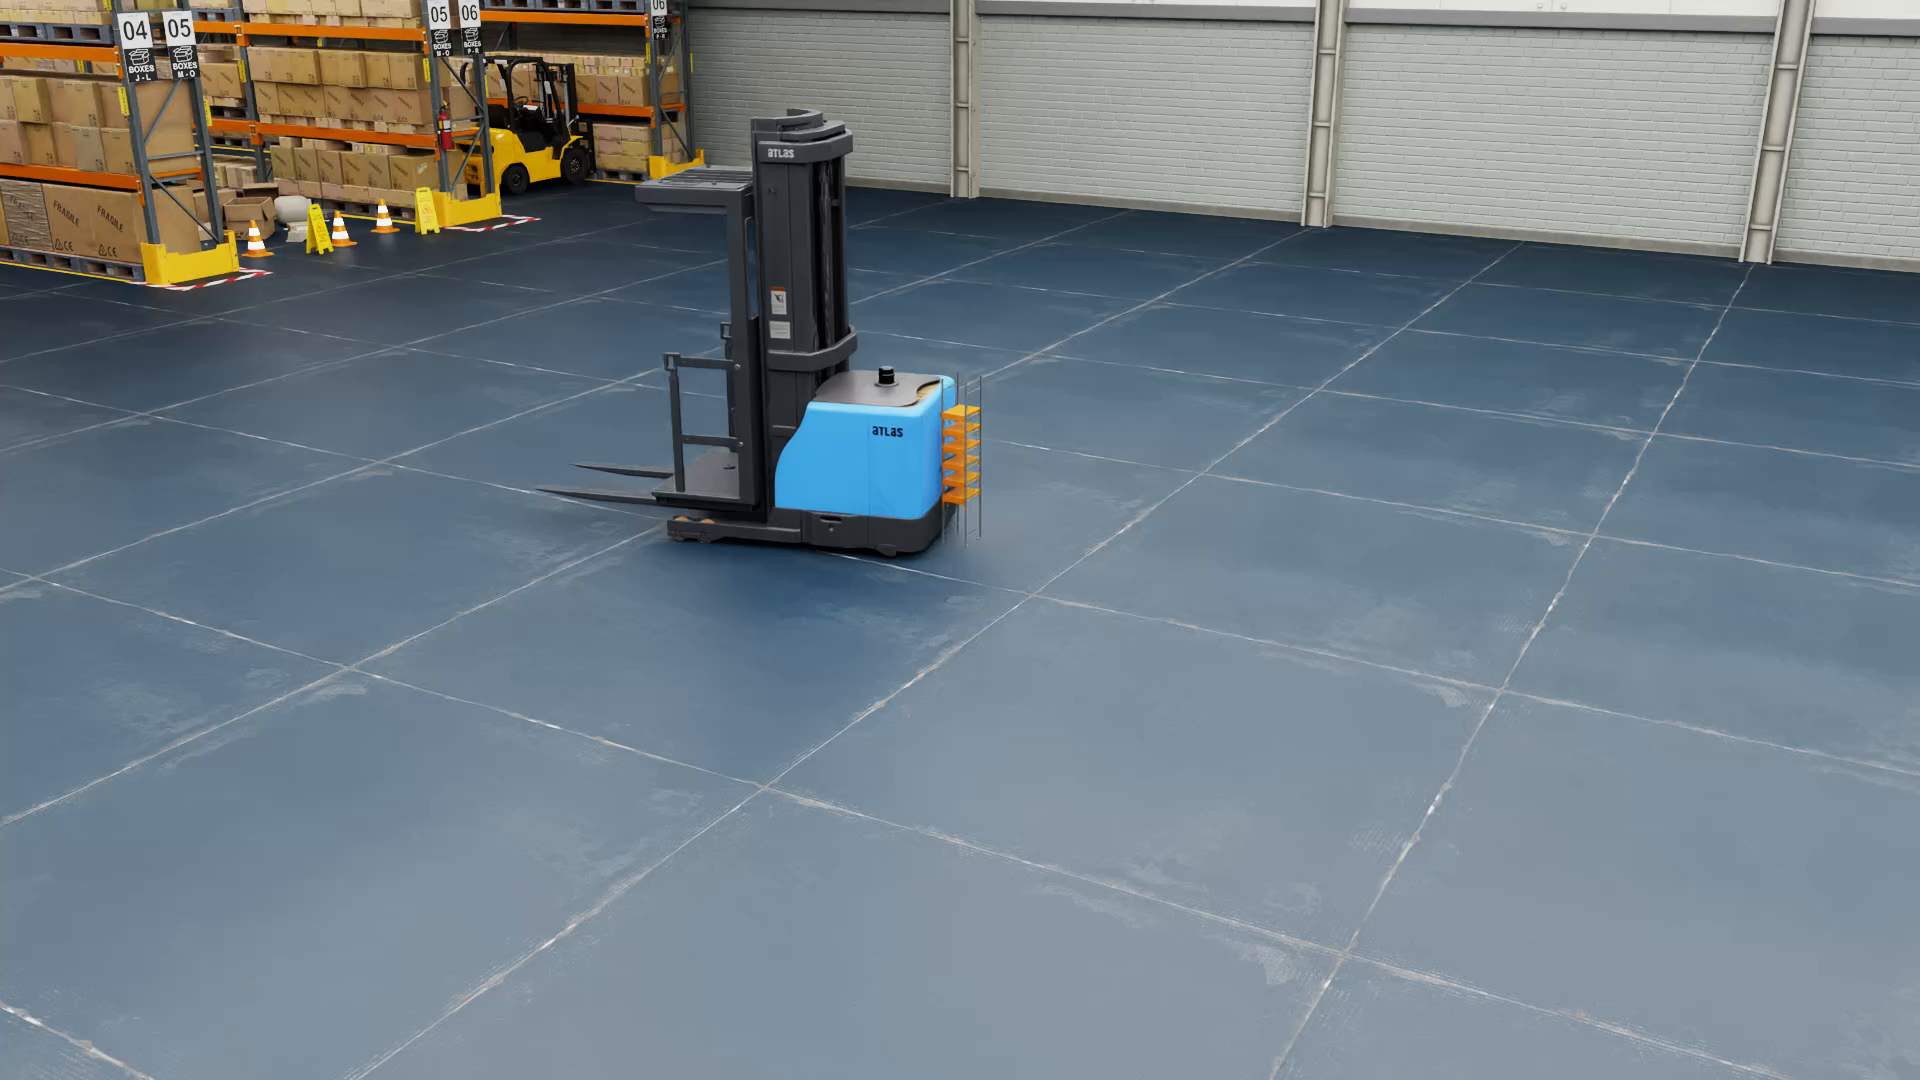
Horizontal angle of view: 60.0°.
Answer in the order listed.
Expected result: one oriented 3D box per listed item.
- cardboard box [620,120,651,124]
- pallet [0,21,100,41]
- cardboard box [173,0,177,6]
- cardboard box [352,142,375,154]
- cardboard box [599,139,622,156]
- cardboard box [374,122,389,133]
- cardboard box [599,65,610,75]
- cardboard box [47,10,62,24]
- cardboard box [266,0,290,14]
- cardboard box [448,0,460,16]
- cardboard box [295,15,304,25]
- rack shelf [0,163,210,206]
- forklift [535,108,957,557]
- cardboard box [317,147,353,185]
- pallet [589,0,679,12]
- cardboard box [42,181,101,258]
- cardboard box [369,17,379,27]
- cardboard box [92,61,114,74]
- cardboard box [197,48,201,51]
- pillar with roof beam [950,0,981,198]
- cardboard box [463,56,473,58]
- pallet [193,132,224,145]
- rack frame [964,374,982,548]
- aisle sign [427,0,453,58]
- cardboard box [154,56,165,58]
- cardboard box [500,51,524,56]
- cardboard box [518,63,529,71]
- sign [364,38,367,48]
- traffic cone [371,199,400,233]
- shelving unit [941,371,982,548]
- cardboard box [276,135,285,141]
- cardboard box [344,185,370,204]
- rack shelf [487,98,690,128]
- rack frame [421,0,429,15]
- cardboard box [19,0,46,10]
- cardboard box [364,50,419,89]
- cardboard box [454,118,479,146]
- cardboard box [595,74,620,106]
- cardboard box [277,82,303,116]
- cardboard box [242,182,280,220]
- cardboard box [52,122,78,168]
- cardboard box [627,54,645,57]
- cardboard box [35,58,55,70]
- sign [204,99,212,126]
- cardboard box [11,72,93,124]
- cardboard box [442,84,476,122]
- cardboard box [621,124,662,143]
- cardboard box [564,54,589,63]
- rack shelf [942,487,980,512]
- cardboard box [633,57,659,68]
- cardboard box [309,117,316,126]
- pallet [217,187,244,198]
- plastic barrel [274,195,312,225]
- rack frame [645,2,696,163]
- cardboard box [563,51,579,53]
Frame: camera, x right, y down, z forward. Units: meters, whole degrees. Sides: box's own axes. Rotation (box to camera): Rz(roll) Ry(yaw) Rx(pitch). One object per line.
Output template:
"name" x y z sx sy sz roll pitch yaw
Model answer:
"cardboard box" -5.748 -7.315 29.582 0.500 0.250 0.500 11 23 27
"pallet" -11.448 -6.444 20.962 1.213 0.211 1.003 11 23 27
"cardboard box" -12.357 -8.670 26.574 0.500 0.250 0.500 11 23 28
"cardboard box" -9.028 -5.989 25.343 0.250 0.149 0.380 12 23 30
"cardboard box" -5.993 -6.936 29.270 0.500 0.250 0.500 11 22 27
"cardboard box" -8.560 -6.216 24.970 0.250 0.149 0.380 11 23 28
"cardboard box" -6.068 -8.187 28.939 0.250 0.149 0.380 11 22 27
"cardboard box" -10.847 -6.371 20.236 0.250 0.149 0.380 11 23 28
"cardboard box" -10.187 -8.150 25.320 0.500 0.250 0.500 11 22 27
"cardboard box" -7.710 -7.886 24.590 0.500 0.250 0.500 10 22 26
"cardboard box" -9.842 -7.906 25.231 0.250 0.149 0.380 10 22 26
"rack shelf" -11.473 -4.747 21.608 4.000 0.370 1.077 11 23 27
"forklift" -1.591 -1.524 11.768 3.031 2.935 1.130 5 21 14
"cardboard box" -9.584 -5.815 25.814 0.500 0.500 0.500 12 23 30
"pallet" -5.588 -9.215 28.602 1.213 0.211 1.003 11 23 27
"cardboard box" -11.120 -4.190 21.518 0.875 0.875 0.875 10 22 26
"cardboard box" -8.486 -7.659 24.551 0.250 0.149 0.380 11 23 28
"cardboard box" -14.105 -7.814 27.810 0.500 0.500 0.500 10 22 26
"cardboard box" -12.819 -8.075 27.577 0.250 0.149 0.380 10 22 25
"pillar with roof beam" -2.013 -8.646 22.505 0.400 9.000 9.100 11 23 27
"cardboard box" -9.104 -8.963 31.078 0.250 0.149 0.380 11 23 27
"pallet" -16.059 -8.521 35.046 1.213 0.211 1.003 11 23 27
"rack frame" 0.093 -0.546 11.612 0.006 1.200 0.240 11 23 27
"aisle sign" -7.488 -7.369 23.968 0.004 0.787 0.394 11 23 27
"cardboard box" -13.396 -7.882 27.998 0.500 0.500 0.500 10 22 26
"cardboard box" -8.061 -8.726 29.988 0.250 0.149 0.380 11 23 28
"cardboard box" -7.678 -8.467 29.709 0.250 0.149 0.380 11 23 28
"sign" -11.700 -9.762 32.680 0.005 0.325 0.100 11 23 27
"traffic cone" -8.405 -4.738 24.249 0.334 0.463 0.336 11 23 27
"shelving unit" 0.013 -0.562 11.654 0.189 1.200 0.258 11 23 27
"cardboard box" -13.331 -8.253 33.269 0.500 0.500 0.500 12 23 30
"cardboard box" -9.146 -5.376 25.704 0.500 0.250 0.500 10 22 25
"rack shelf" -6.729 -7.716 29.793 4.000 0.370 1.077 11 23 27
"rack frame" -7.401 -9.063 23.655 0.127 3.000 1.000 11 23 27
"cardboard box" -11.164 -6.642 20.400 0.500 0.250 0.500 11 22 27
"cardboard box" -8.391 -7.007 24.733 0.500 0.500 0.700 11 23 28
"cardboard box" -8.936 -7.551 31.150 0.625 0.625 0.875 12 23 30
"cardboard box" -5.989 -7.861 28.992 0.500 0.500 0.500 12 23 29
"cardboard box" -10.195 -6.863 25.802 0.500 0.500 0.500 11 23 27
"cardboard box" -10.621 -5.151 25.329 0.500 0.500 0.500 -7 21 -20
"cardboard box" -10.991 -5.087 21.270 0.550 0.550 0.875 11 23 27
"cardboard box" -5.622 -8.426 29.161 0.250 0.149 0.380 11 23 28
"cardboard box" -15.416 -8.182 28.409 0.500 0.500 0.500 11 23 28
"sign" -9.451 -5.361 20.860 0.005 0.325 0.100 11 23 27
"cardboard box" -11.506 -5.651 21.242 0.500 0.550 0.875 11 23 27
"cardboard box" -7.679 -6.591 25.055 0.500 0.500 0.500 10 22 26
"cardboard box" -5.537 -7.080 28.935 0.500 0.250 0.500 12 23 29
"cardboard box" -6.741 -8.464 29.264 0.250 0.149 0.380 11 23 28
"rack shelf" 0.013 -0.294 11.751 0.180 0.103 0.258 11 23 27
"cardboard box" -5.399 -8.210 28.566 0.250 0.149 0.380 11 23 27
"cardboard box" -9.835 -6.494 25.738 0.250 0.149 0.380 11 23 27
"pallet" -11.573 -5.727 27.343 1.213 0.211 1.003 11 23 27
"plastic barrel" -9.942 -4.925 24.821 0.512 0.421 0.421 -7 21 -20
"rack frame" -4.983 -7.722 28.753 0.127 3.000 1.000 11 23 27
"cardboard box" -6.947 -8.693 29.896 0.250 0.149 0.380 11 22 27
